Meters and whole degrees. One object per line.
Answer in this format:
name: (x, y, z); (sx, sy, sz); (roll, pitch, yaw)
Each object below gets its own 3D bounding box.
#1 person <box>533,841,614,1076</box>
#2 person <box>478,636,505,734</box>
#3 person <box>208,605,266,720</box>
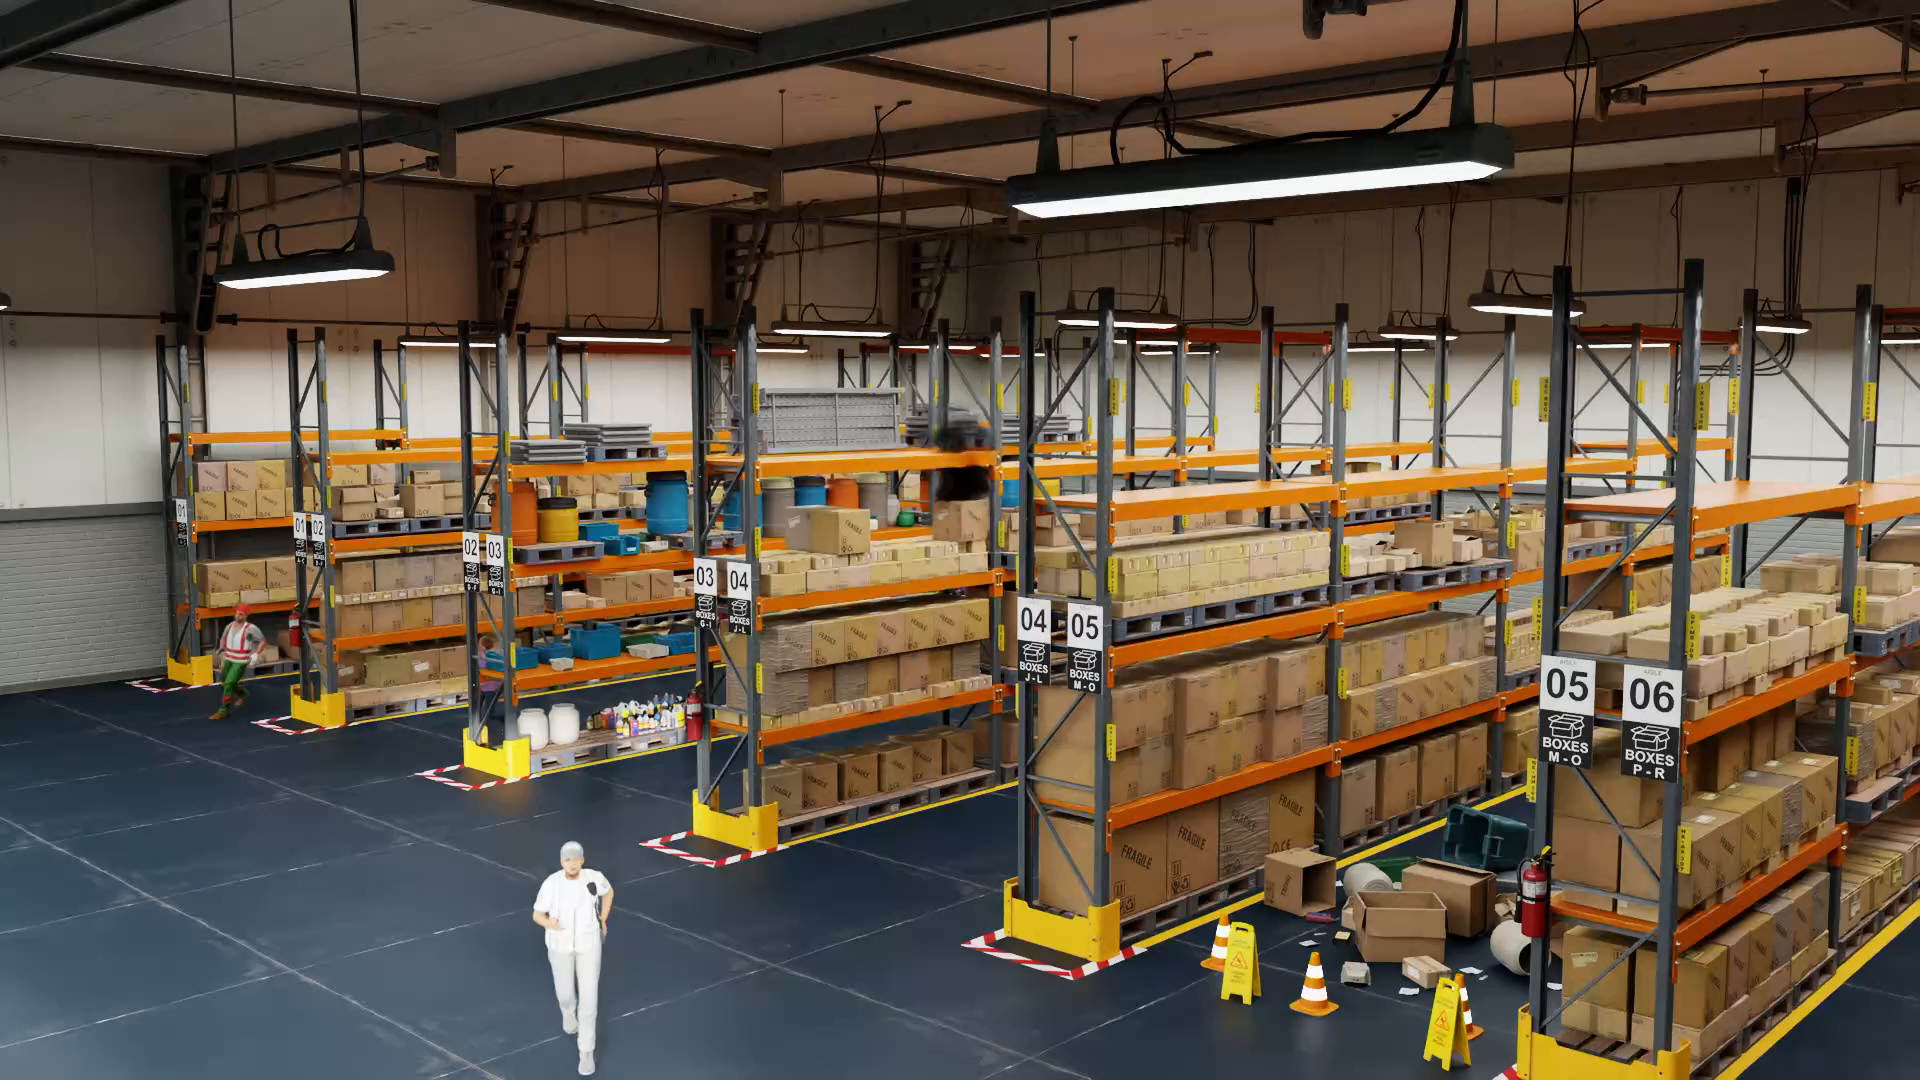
person: (-2.958, 3.128, 12.760); (0.608, 1.674, 0.925); (-1, 6, -13)
person: (-6.754, 2.140, 23.774); (0.554, 1.569, 0.810); (4, 7, 36)
person: (-11.176, 1.870, 25.765); (0.719, 1.741, 0.928); (2, 6, 16)
